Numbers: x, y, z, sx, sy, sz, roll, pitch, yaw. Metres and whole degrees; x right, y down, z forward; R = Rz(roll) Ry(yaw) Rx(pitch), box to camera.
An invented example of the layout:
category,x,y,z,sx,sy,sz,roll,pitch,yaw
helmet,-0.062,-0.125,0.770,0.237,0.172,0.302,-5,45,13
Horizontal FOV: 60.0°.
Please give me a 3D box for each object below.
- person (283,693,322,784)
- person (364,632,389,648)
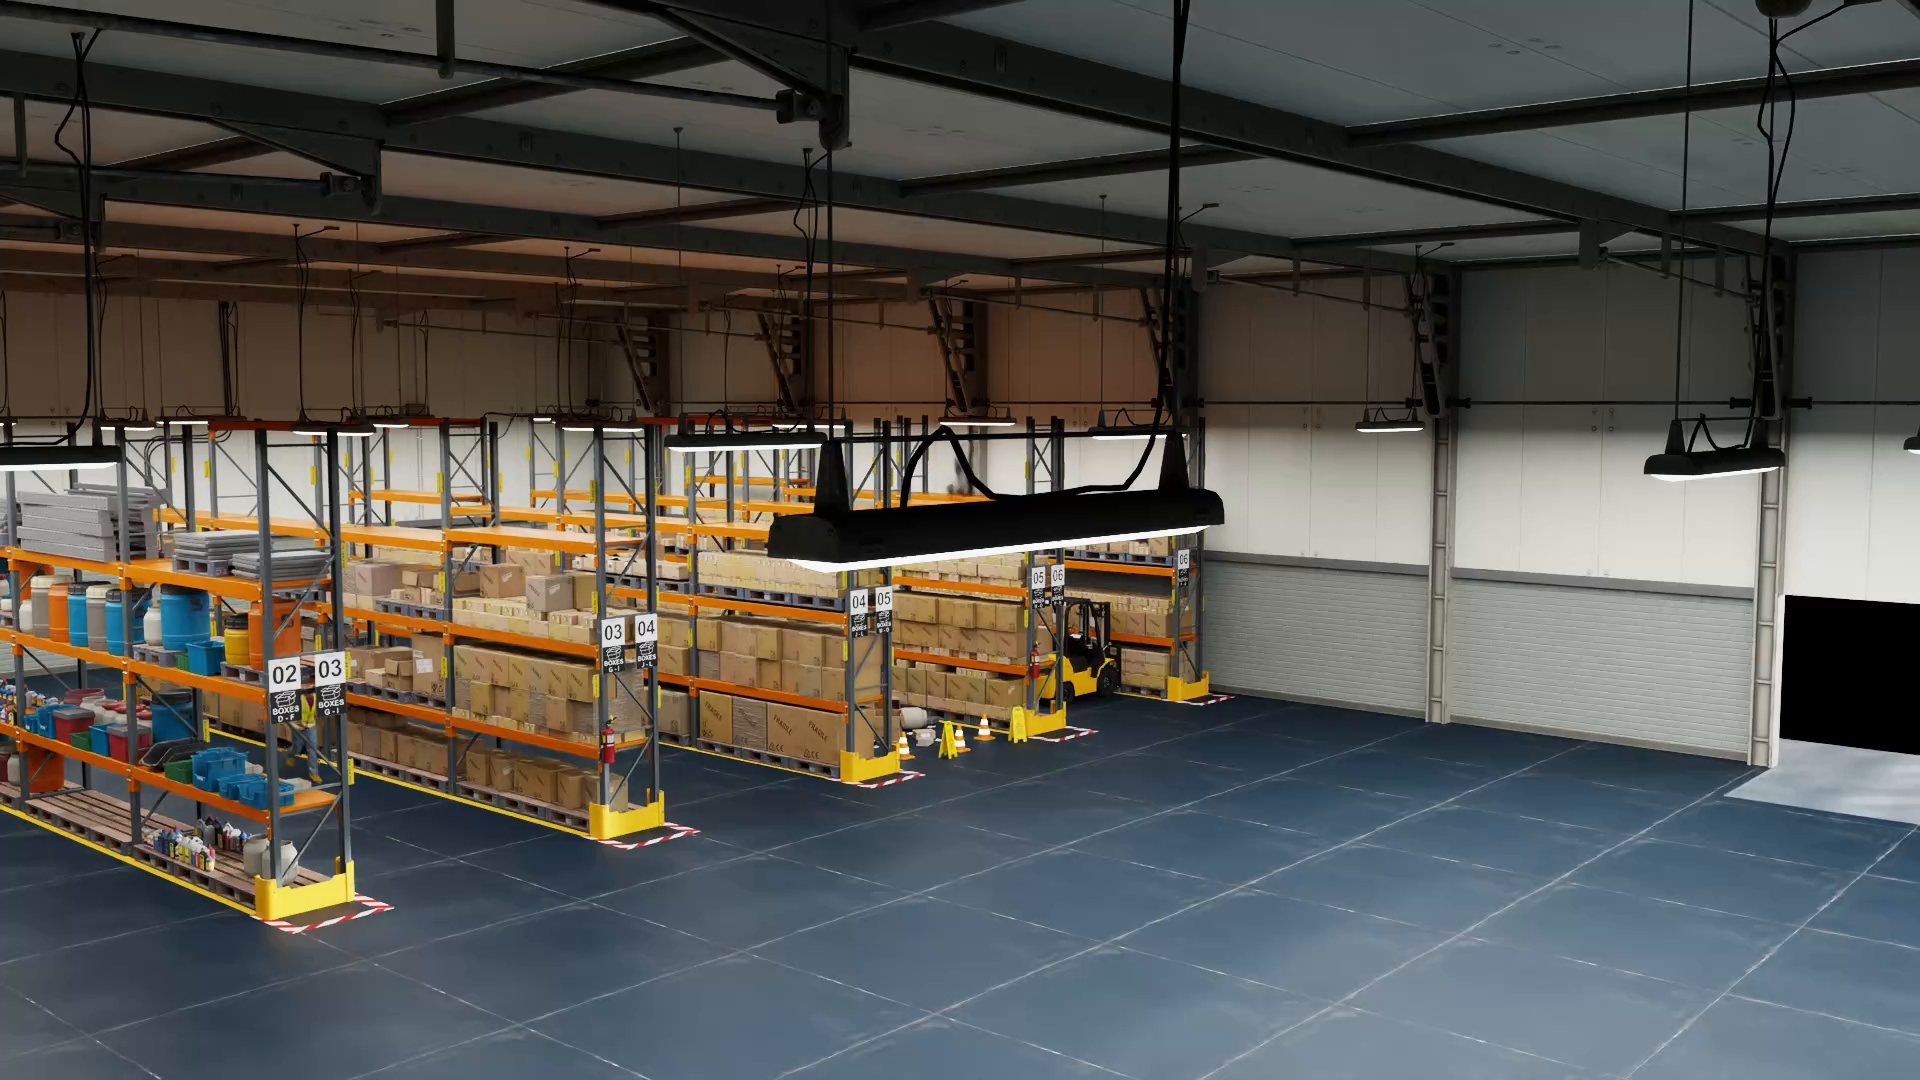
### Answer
category,x,y,z,sx,sy,sz,roll,pitch,yaw
person,-11.039,3.154,27.905,1.098,1.752,0.700,4,6,40
person,-13.927,2.194,39.802,0.672,1.720,0.709,-1,5,-12
